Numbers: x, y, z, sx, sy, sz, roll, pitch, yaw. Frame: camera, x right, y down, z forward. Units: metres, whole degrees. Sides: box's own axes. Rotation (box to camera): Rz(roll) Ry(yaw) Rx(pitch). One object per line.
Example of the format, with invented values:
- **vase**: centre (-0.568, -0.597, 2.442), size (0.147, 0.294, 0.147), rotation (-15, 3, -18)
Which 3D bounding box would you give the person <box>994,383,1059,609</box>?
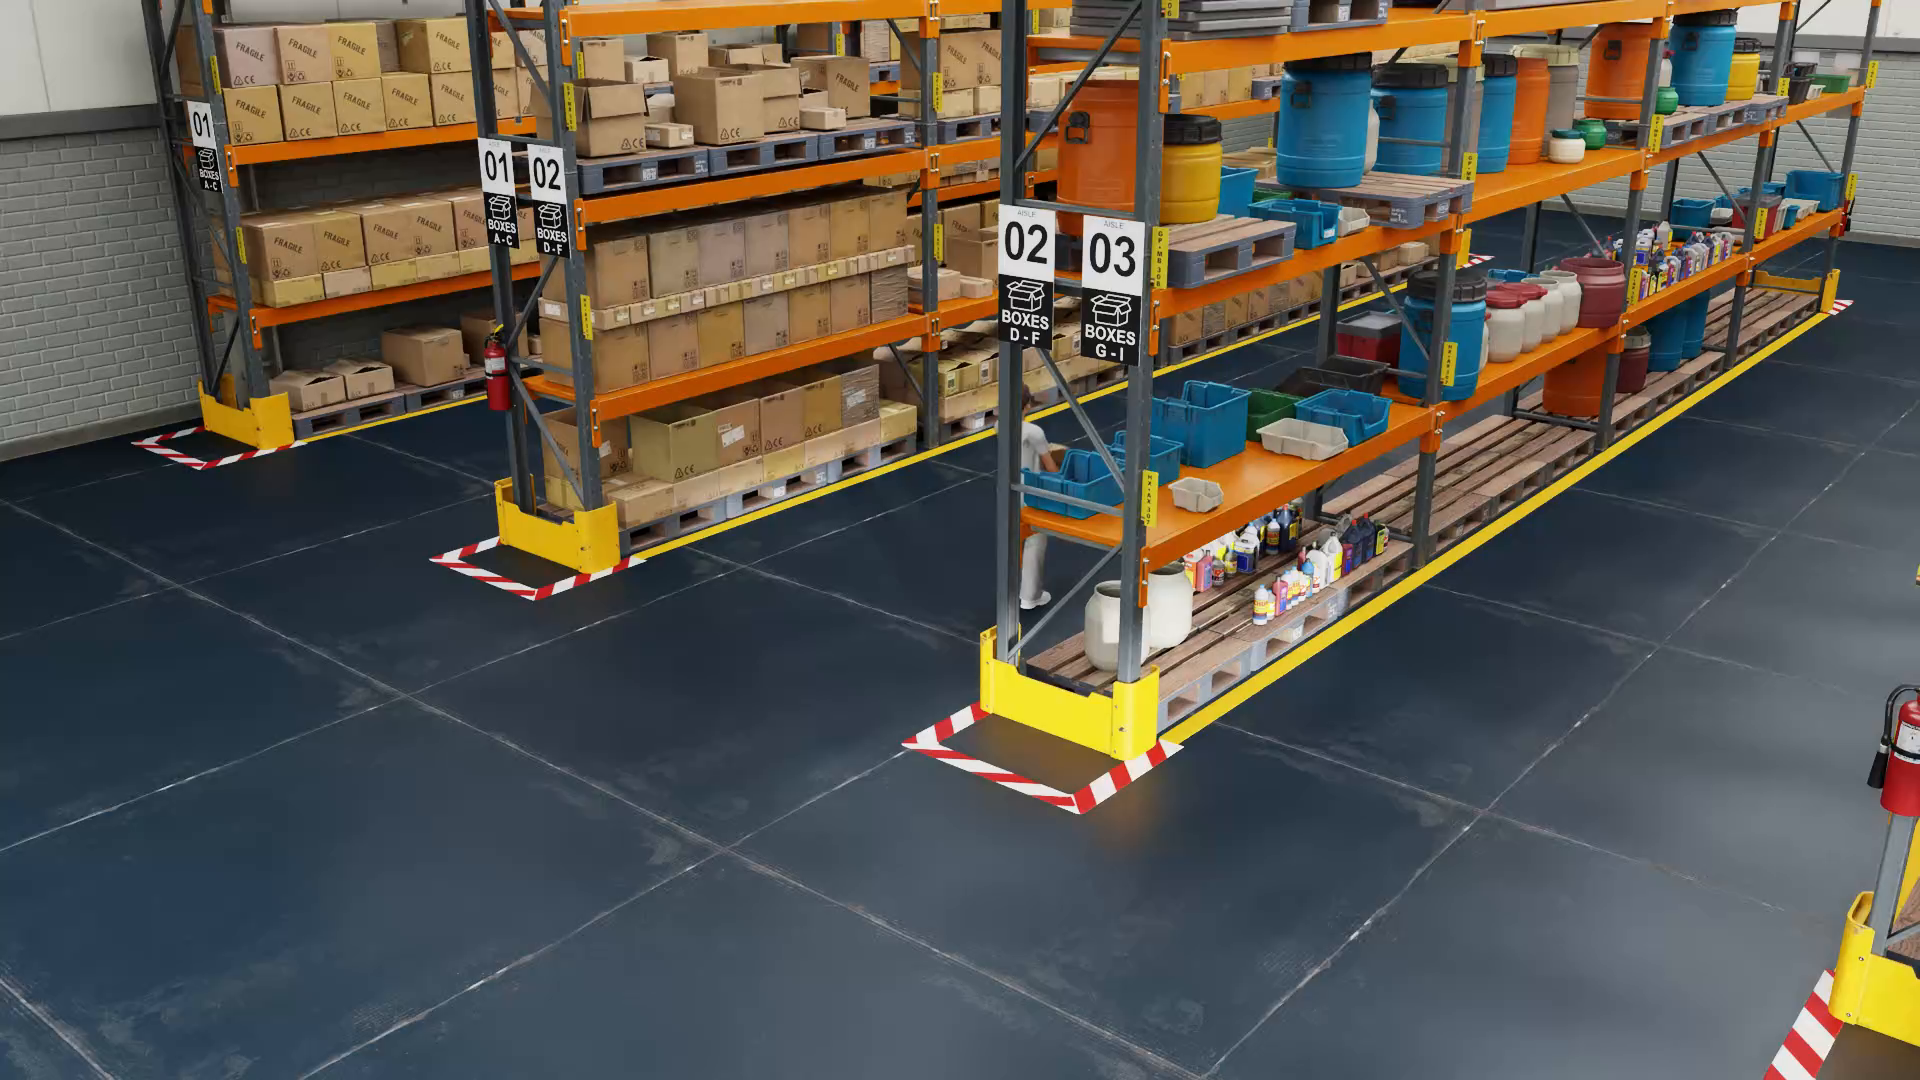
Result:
- **person**: centre (0.493, -0.347, 12.033), size (0.434, 1.667, 0.548), rotation (16, 26, 37)
